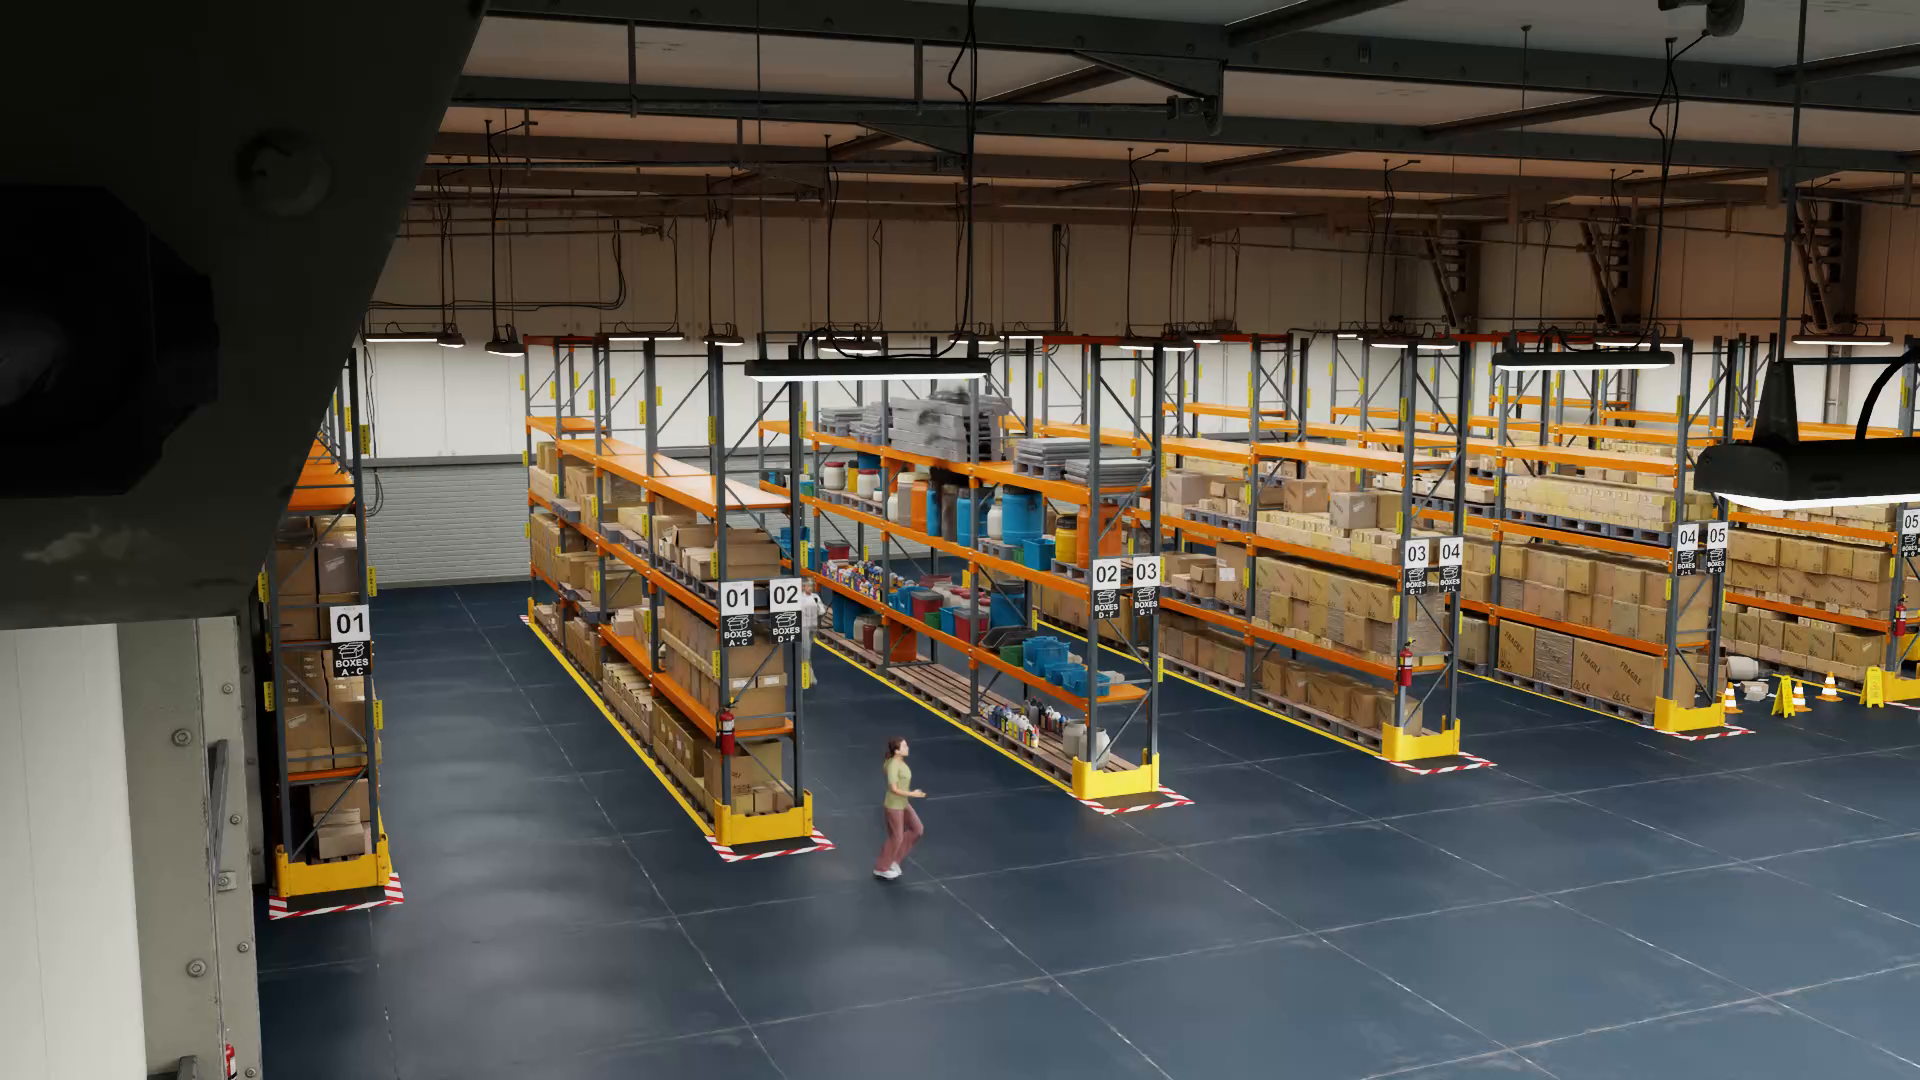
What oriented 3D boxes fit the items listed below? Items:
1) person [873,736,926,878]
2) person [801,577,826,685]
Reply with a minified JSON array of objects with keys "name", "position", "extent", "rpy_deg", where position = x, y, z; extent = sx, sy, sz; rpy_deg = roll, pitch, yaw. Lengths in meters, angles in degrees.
[{"name":"person","position":[-0.676,3.022,18.820],"extent":[0.621,1.657,0.606],"rpy_deg":[1,8,9]},{"name":"person","position":[-2.552,1.492,27.897],"extent":[0.587,1.761,0.755],"rpy_deg":[-6,9,-36]}]
